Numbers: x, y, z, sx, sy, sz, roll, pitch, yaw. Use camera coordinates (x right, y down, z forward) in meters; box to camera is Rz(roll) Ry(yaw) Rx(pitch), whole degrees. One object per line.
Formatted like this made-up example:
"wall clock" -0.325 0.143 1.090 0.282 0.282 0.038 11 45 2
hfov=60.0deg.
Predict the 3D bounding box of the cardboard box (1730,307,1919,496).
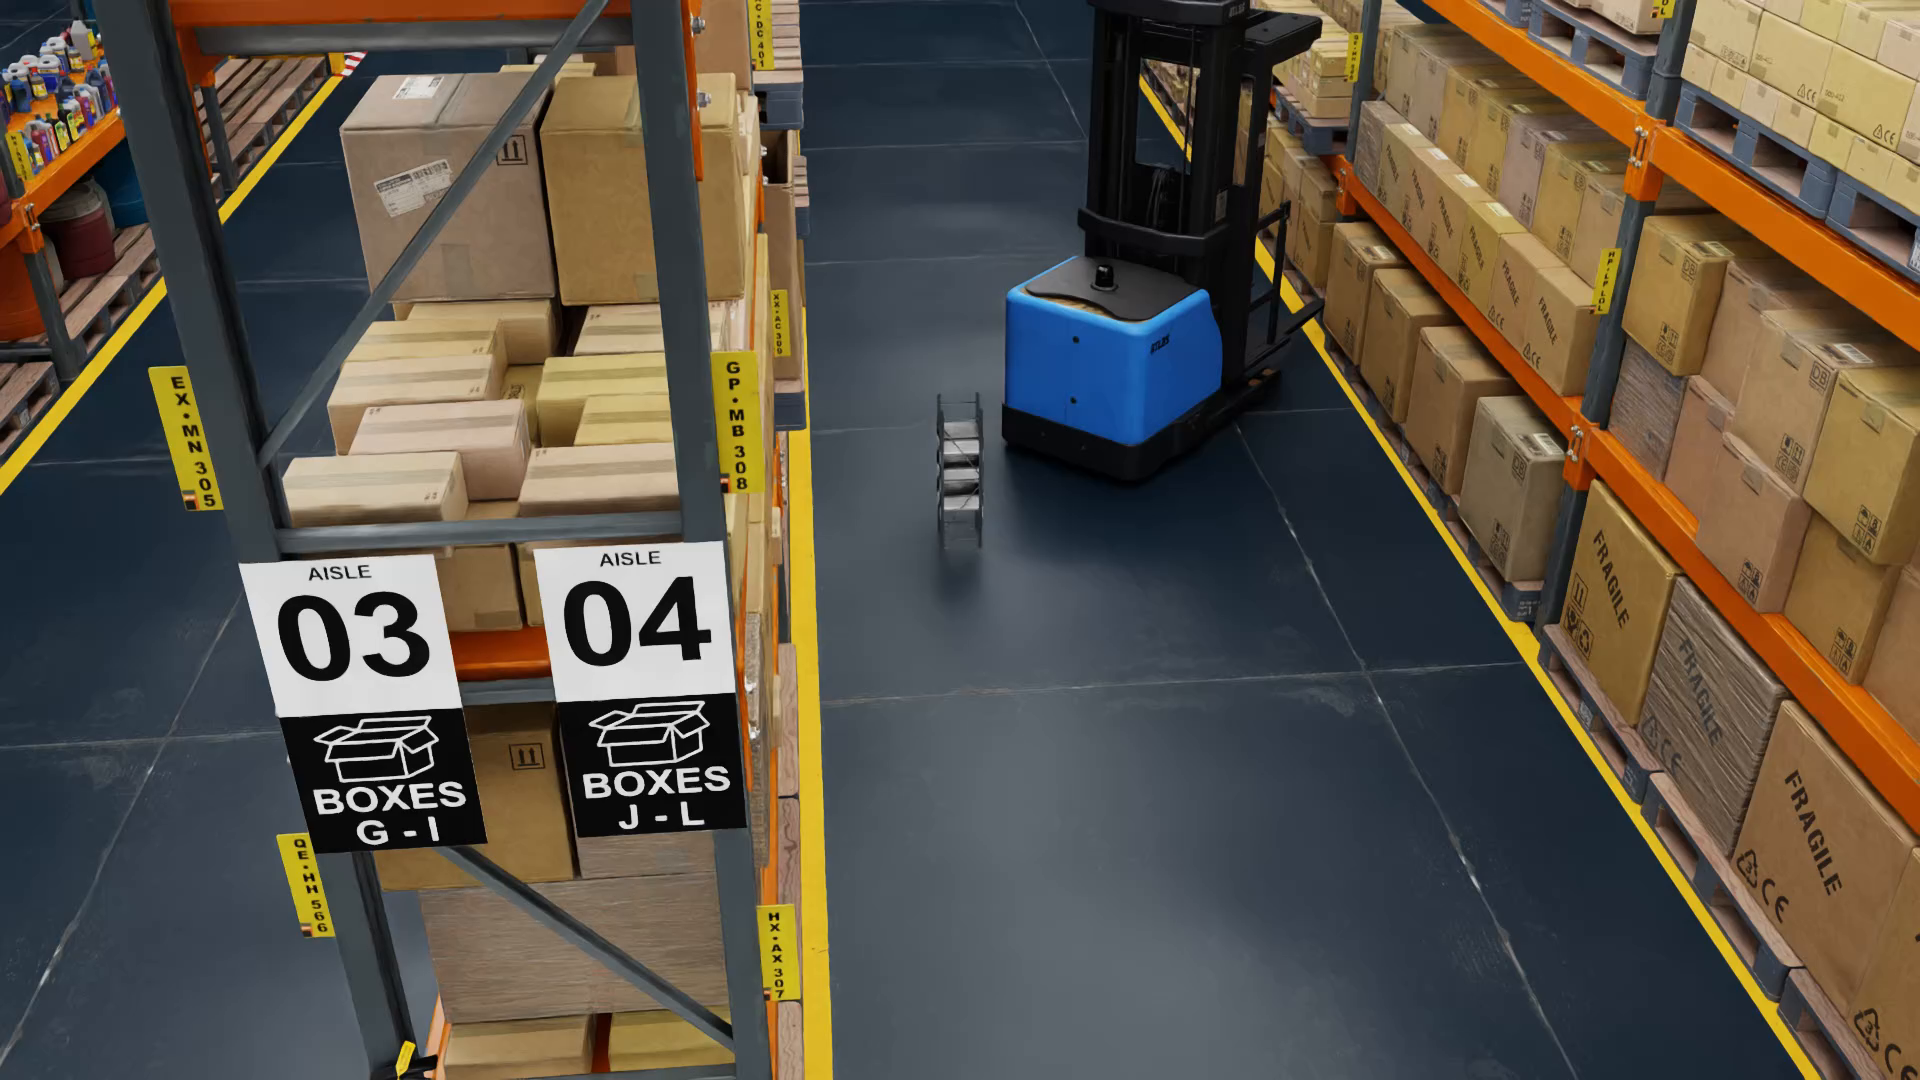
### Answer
"cardboard box" 3.652 -0.561 6.565 0.875 0.550 0.550 -3 31 -5

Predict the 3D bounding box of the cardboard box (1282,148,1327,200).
"cardboard box" 2.814 -2.845 12.886 0.500 0.250 0.500 -2 31 -4

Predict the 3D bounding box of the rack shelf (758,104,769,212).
"rack shelf" -1.564 -2.594 8.945 1.077 0.370 4.000 -3 31 -5

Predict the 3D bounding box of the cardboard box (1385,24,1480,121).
"cardboard box" 3.229 -3.065 10.884 0.700 0.500 0.500 -3 31 -5

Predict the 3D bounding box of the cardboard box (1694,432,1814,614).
"cardboard box" 3.625 -0.096 6.839 0.875 0.550 0.550 -3 31 -5

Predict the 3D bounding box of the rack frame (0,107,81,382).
"rack frame" -6.682 -2.399 10.842 1.000 3.000 0.127 -3 31 -5

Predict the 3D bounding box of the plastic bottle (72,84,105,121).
"plastic bottle" -6.530 -3.290 12.455 0.152 0.276 0.135 -3 31 -5

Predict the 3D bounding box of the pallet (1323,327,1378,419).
"pallet" 3.196 -1.219 11.586 1.003 0.211 1.213 -3 31 -5

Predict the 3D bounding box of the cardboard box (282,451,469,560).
"cardboard box" -1.340 -0.073 3.780 0.380 0.149 0.250 -3 31 -5

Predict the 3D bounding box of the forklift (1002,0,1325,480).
"forklift" 1.553 -2.323 10.782 1.130 2.935 3.031 21 37 31

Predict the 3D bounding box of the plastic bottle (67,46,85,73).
"plastic bottle" -7.235 -3.930 13.599 0.097 0.201 0.097 0 31 0

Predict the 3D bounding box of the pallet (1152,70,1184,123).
"pallet" 2.608 -4.633 17.301 1.003 0.211 1.213 -3 31 -5

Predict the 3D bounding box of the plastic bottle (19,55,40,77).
"plastic bottle" -7.305 -3.661 13.075 0.152 0.276 0.135 -3 31 -5

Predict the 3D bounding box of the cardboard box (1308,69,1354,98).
"cardboard box" 2.698 -3.253 11.817 0.380 0.149 0.250 -2 31 -4

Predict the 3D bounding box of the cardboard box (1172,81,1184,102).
"cardboard box" 2.351 -4.533 16.786 0.380 0.149 0.250 -3 31 -5

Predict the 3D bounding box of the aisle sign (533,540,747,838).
"aisle sign" -0.699 0.349 3.706 0.394 0.787 0.004 -3 31 -5

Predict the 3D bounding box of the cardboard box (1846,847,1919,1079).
"cardboard box" 3.816 1.651 5.724 0.875 0.875 0.875 -3 31 -4

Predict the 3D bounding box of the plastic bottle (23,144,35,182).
"plastic bottle" -6.400 -2.582 11.269 0.152 0.276 0.135 -3 31 -5

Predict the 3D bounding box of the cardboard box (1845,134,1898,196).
"cardboard box" 3.387 -1.331 5.867 0.380 0.149 0.250 -3 31 -5

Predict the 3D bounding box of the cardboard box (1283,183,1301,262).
"cardboard box" 2.831 -2.518 13.070 0.500 0.500 0.500 -2 31 -3

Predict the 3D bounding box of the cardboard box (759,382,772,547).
"cardboard box" -0.924 -0.212 5.817 0.500 0.500 0.500 -3 31 -5

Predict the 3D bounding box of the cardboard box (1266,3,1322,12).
"cardboard box" 2.576 -4.039 12.842 0.380 0.149 0.250 -1 31 -2

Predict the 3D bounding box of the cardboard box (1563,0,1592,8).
"cardboard box" 3.237 -2.847 8.305 0.500 0.250 0.500 -3 31 -5

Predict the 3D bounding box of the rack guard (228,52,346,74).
"rack guard" -7.444 -5.422 18.340 1.175 0.500 0.348 -3 31 -5

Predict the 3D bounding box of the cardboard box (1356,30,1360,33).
"cardboard box" 3.250 -3.809 12.748 0.380 0.149 0.250 -3 31 -5

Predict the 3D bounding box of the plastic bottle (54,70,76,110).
"plastic bottle" -6.680 -3.328 12.445 0.144 0.351 0.185 -3 31 -5

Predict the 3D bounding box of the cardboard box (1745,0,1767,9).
"cardboard box" 3.292 -2.193 6.532 0.380 0.149 0.250 -3 31 -5

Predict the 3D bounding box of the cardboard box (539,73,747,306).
"cardboard box" -0.873 -0.996 4.692 0.500 0.500 0.500 -3 31 -5

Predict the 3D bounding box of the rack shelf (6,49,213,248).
"rack shelf" -6.869 -3.111 12.736 1.077 0.370 4.000 -3 31 -5

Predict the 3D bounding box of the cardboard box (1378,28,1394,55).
"cardboard box" 3.301 -3.658 12.205 0.380 0.149 0.250 -3 31 -5

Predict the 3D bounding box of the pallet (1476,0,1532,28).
"pallet" 3.418 -3.132 9.328 1.003 0.211 1.213 -1 31 -2

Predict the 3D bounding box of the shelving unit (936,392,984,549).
"shelving unit" -0.001 -0.390 9.527 0.258 0.900 0.210 -3 31 -5

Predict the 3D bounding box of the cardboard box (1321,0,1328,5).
"cardboard box" 3.148 -4.468 13.561 0.380 0.149 0.250 -4 31 -6

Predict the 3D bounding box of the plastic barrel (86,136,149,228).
"plastic barrel" -6.955 -3.081 13.620 0.600 0.901 0.708 -3 31 -5

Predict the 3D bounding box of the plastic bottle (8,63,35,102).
"plastic bottle" -7.283 -3.542 12.877 0.152 0.276 0.135 -3 31 -5

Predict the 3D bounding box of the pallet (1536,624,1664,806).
"pallet" 3.564 0.809 8.190 1.003 0.211 1.213 -3 31 -5

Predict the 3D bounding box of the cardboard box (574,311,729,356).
"cardboard box" -0.827 -0.501 4.496 0.380 0.149 0.250 -2 31 -3

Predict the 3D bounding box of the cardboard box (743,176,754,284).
"cardboard box" -0.983 -1.070 5.838 0.500 0.250 0.500 -3 31 -5

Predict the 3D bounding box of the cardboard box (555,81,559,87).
"cardboard box" -1.560 -1.675 6.462 0.380 0.149 0.250 -4 31 -7

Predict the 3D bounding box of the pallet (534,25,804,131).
"pallet" -1.328 -2.122 7.635 1.213 0.211 1.003 -3 31 -5

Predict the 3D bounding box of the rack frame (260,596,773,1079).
"rack frame" -1.003 1.448 4.401 1.000 3.000 0.127 -3 31 -5

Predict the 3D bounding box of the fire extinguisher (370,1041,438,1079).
"fire extinguisher" -1.451 1.562 4.286 0.296 0.674 0.183 -3 31 -5

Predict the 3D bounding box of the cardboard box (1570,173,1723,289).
"cardboard box" 3.519 -1.506 8.273 0.700 0.500 0.500 -3 31 -5

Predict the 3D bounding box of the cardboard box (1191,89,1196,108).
"cardboard box" 2.440 -4.232 15.991 0.380 0.149 0.250 -4 31 -7

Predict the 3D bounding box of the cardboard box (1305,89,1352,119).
"cardboard box" 2.694 -3.125 11.892 0.380 0.149 0.250 -2 31 -4

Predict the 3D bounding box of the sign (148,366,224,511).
"sign" -1.557 -0.204 3.377 0.100 0.325 0.005 -3 31 -5

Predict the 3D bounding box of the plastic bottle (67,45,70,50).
"plastic bottle" -7.405 -4.022 13.753 0.097 0.201 0.097 0 31 0

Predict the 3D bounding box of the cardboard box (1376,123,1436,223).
"cardboard box" 3.021 -2.364 10.685 0.500 0.500 0.500 -3 31 -5

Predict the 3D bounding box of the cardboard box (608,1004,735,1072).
"cardboard box" -0.792 1.399 4.728 0.380 0.149 0.250 -3 31 -5

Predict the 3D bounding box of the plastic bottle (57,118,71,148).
"plastic bottle" -6.440 -2.915 11.899 0.097 0.201 0.097 0 31 0

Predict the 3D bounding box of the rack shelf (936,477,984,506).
"rack shelf" -0.001 -0.285 9.590 0.258 0.077 0.200 -3 31 -5
